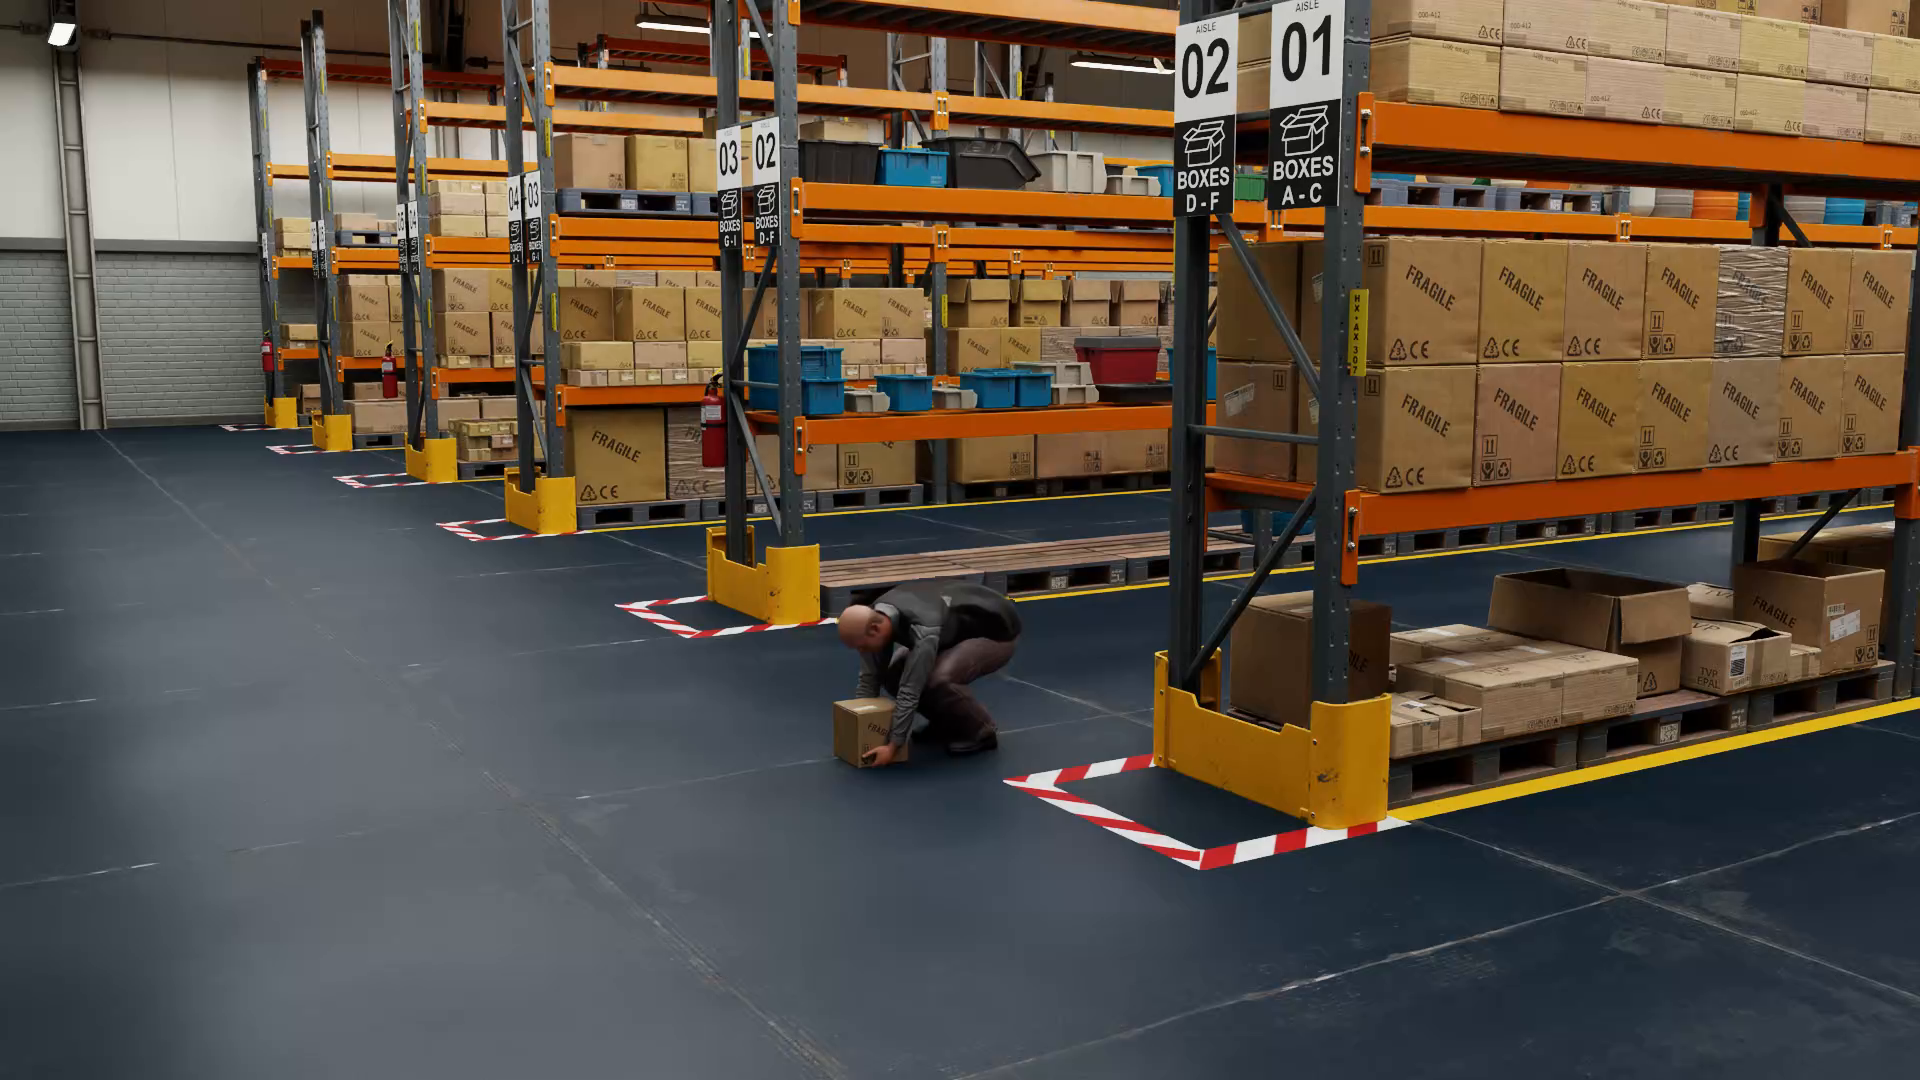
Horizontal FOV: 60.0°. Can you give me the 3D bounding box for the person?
[{"bbox_3d":[-0.153,0.590,7.648,0.945,0.803,0.506,-6,10,-35],"label":"person"}]
